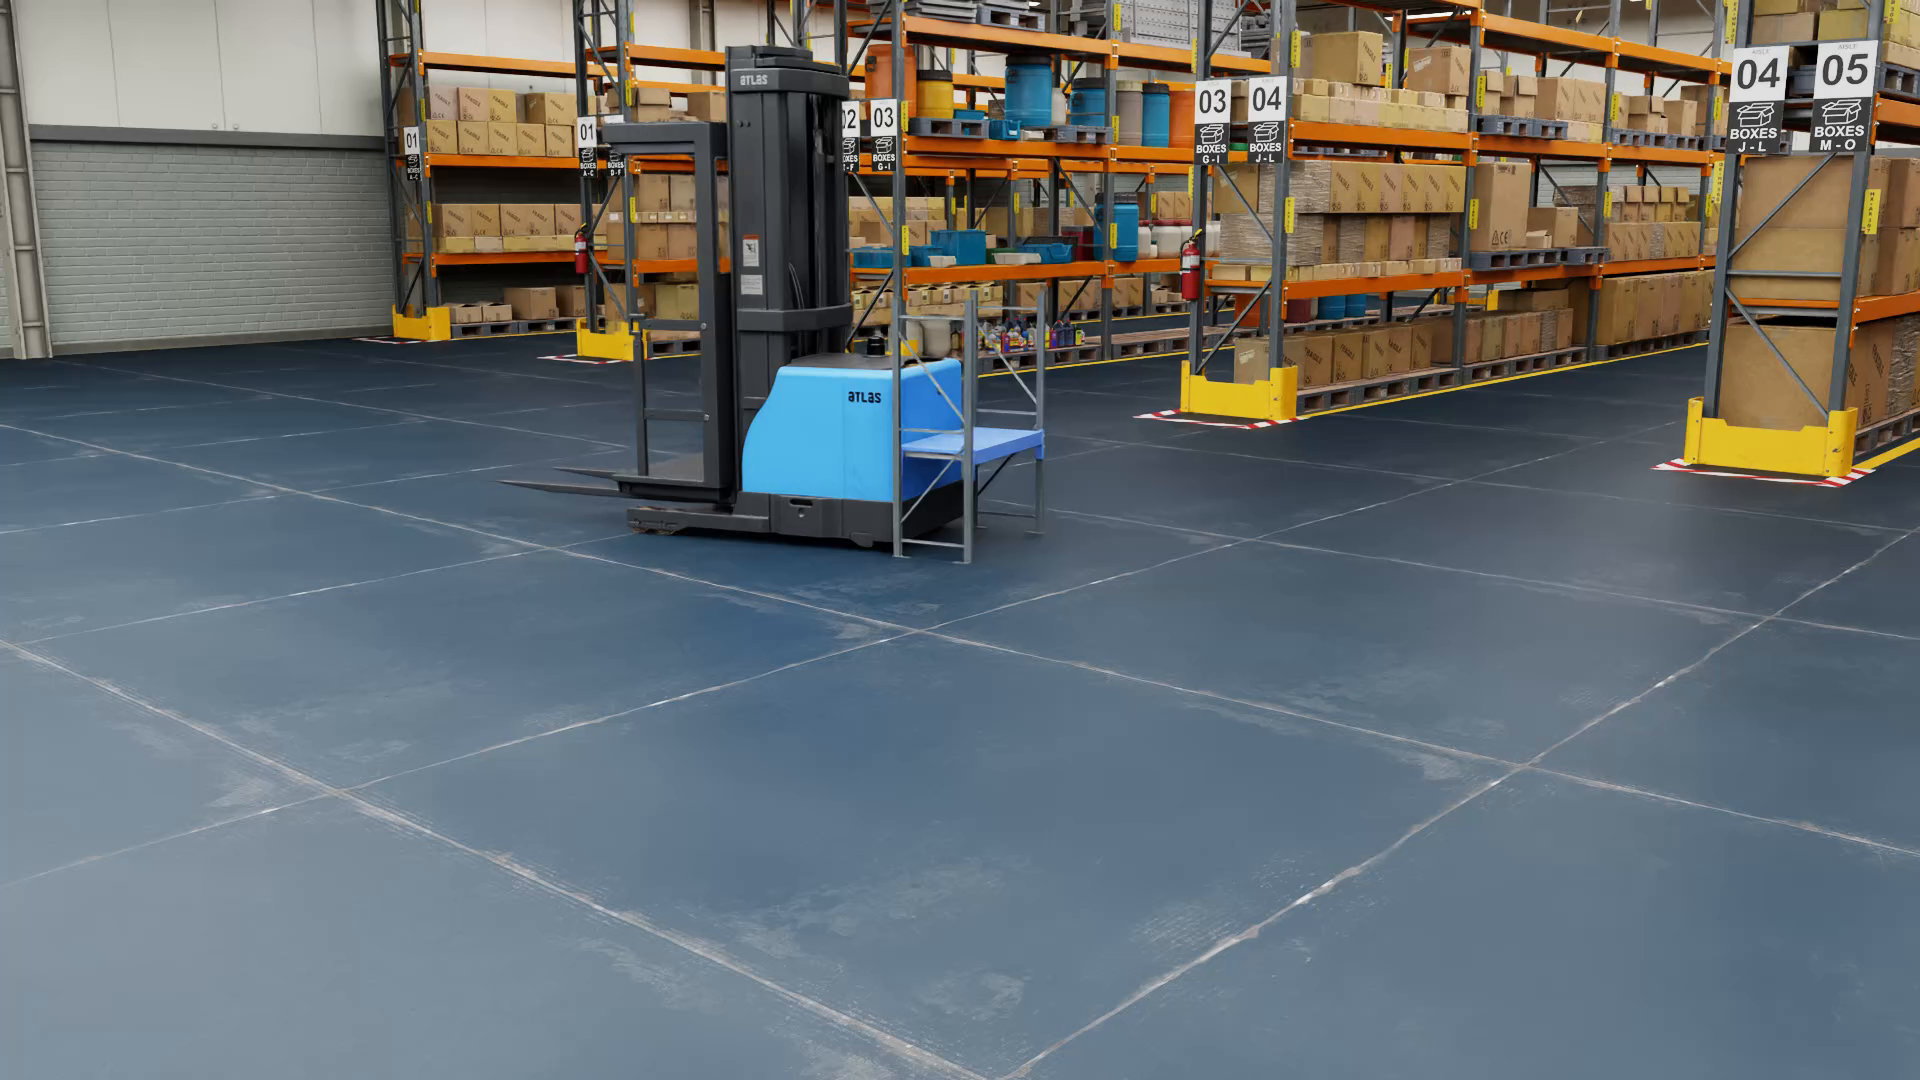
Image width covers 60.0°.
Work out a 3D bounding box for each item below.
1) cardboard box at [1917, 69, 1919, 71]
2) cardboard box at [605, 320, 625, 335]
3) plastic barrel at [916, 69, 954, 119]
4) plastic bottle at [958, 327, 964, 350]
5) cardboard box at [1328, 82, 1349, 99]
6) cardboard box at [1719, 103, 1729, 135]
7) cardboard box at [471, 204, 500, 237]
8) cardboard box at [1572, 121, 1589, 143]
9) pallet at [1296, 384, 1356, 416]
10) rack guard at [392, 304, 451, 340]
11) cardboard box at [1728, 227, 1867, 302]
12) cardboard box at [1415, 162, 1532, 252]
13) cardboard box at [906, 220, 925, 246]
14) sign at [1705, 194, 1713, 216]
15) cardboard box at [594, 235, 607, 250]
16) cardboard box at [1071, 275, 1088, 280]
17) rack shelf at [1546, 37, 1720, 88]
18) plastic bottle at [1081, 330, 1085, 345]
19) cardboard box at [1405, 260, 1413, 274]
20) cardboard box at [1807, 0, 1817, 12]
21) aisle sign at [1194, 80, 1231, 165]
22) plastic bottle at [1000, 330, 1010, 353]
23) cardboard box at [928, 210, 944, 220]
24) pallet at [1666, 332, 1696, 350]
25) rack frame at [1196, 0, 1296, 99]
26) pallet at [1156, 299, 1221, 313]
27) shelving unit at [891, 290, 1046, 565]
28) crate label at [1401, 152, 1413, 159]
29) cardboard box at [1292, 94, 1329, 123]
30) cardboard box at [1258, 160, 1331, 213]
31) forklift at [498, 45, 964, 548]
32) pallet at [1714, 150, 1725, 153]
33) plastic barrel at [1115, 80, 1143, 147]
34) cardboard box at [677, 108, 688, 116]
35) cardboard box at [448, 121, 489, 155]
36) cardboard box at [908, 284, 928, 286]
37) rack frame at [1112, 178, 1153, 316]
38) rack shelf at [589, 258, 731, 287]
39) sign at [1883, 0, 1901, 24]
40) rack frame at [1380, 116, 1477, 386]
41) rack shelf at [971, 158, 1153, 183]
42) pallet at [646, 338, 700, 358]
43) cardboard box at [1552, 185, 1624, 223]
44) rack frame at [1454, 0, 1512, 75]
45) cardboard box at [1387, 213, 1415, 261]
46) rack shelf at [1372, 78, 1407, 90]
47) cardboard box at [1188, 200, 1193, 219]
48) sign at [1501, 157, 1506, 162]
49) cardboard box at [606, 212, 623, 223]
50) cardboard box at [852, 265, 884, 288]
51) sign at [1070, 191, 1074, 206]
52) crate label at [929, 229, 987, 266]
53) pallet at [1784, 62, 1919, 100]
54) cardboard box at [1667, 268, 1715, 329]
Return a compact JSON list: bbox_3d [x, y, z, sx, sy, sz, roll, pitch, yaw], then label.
[{"bbox_3d":[7.481,-3.806,13.265,0.380,0.149,0.250,10,15,41],"label":"cardboard box"},{"bbox_3d":[-4.619,-2.958,23.311,0.500,0.250,0.500,10,15,40],"label":"cardboard box"},{"bbox_3d":[-0.375,-5.296,19.856,0.600,0.588,0.600,0,11,0],"label":"plastic barrel"},{"bbox_3d":[0.038,-2.583,21.316,0.152,0.276,0.135,10,15,41],"label":"plastic bottle"},{"bbox_3d":[3.595,-4.415,16.365,0.380,0.149,0.250,11,15,43],"label":"cardboard box"},{"bbox_3d":[11.439,-6.444,25.575,0.700,0.500,0.500,11,16,43],"label":"cardboard box"},{"bbox_3d":[-7.599,-5.030,26.155,0.500,0.500,0.500,10,15,41],"label":"cardboard box"},{"bbox_3d":[7.522,-5.100,20.812,0.500,0.250,0.500,10,15,40],"label":"cardboard box"},{"bbox_3d":[3.301,-1.461,16.986,1.003,0.211,1.213,10,15,40],"label":"pallet"},{"bbox_3d":[-8.424,-3.409,26.001,1.175,0.500,0.348,10,15,40],"label":"rack guard"},{"bbox_3d":[6.558,-2.180,13.084,0.875,0.550,0.550,10,15,40],"label":"cardboard box"},{"bbox_3d":[5.958,-3.889,19.423,1.000,1.000,1.000,10,15,41],"label":"cardboard box"},{"bbox_3d":[-0.913,-4.883,26.746,0.500,0.500,0.500,10,15,40],"label":"cardboard box"},{"bbox_3d":[11.024,-4.928,24.471,0.100,0.325,0.005,10,15,40],"label":"sign"},{"bbox_3d":[-6.254,-4.967,27.753,0.500,0.250,0.500,10,15,41],"label":"cardboard box"},{"bbox_3d":[2.008,-4.920,30.529,0.500,0.250,0.500,10,15,40],"label":"cardboard box"},{"bbox_3d":[9.289,-6.566,22.970,1.077,0.370,4.000,10,15,40],"label":"rack shelf"},{"bbox_3d":[1.603,-2.681,21.996,0.097,0.201,0.097,0,11,0],"label":"plastic bottle"},{"bbox_3d":[4.680,-2.962,18.025,0.380,0.149,0.250,10,15,40],"label":"cardboard box"},{"bbox_3d":[6.481,-4.170,13.049,0.380,0.149,0.250,10,15,41],"label":"cardboard box"},{"bbox_3d":[2.422,-4.007,15.975,0.394,0.787,0.004,10,15,40],"label":"aisle sign"},{"bbox_3d":[0.562,-2.484,20.799,0.061,0.283,0.133,10,15,41],"label":"plastic bottle"},{"bbox_3d":[-0.668,-6.493,33.996,0.500,0.500,0.500,9,15,39],"label":"cardboard box"},{"bbox_3d":[10.157,-2.977,24.577,1.003,0.211,1.213,10,15,40],"label":"pallet"},{"bbox_3d":[2.688,-5.644,15.494,1.000,3.000,0.127,10,15,40],"label":"rack frame"},{"bbox_3d":[4.430,-4.663,33.017,1.003,0.211,1.213,10,15,40],"label":"pallet"},{"bbox_3d":[0.067,-0.704,9.907,0.538,1.500,1.048,6,13,26],"label":"shelving unit"},{"bbox_3d":[7.429,-6.484,28.032,0.293,0.136,0.466,10,15,40],"label":"crate label"},{"bbox_3d":[3.200,-4.137,15.990,0.500,0.250,0.500,10,15,42],"label":"cardboard box"},{"bbox_3d":[3.256,-3.433,16.173,0.500,0.500,0.500,10,15,40],"label":"cardboard box"},{"bbox_3d":[-1.542,-1.555,10.515,3.031,2.935,1.130,5,12,22],"label":"forklift"},{"bbox_3d":[11.963,-6.193,26.126,1.003,0.211,1.213,10,15,40],"label":"pallet"},{"bbox_3d":[2.213,-5.847,22.888,0.600,0.901,0.600,0,11,0],"label":"plastic barrel"},{"bbox_3d":[-3.821,-5.971,23.585,0.500,0.311,0.500,-10,15,-41],"label":"cardboard box"},{"bbox_3d":[-7.684,-6.244,25.852,0.500,0.500,0.500,-11,16,-44],"label":"cardboard box"},{"bbox_3d":[-0.715,-4.101,27.601,0.500,0.311,0.500,9,15,39],"label":"cardboard box"},{"bbox_3d":[3.171,-5.749,31.336,1.000,3.000,0.127,10,15,40],"label":"rack frame"},{"bbox_3d":[-3.430,-3.925,24.040,1.077,0.370,4.000,10,15,40],"label":"rack shelf"},{"bbox_3d":[6.760,-3.912,12.045,0.100,0.325,0.005,10,15,40],"label":"sign"},{"bbox_3d":[5.329,-3.291,19.028,1.000,3.000,0.127,10,15,40],"label":"rack frame"},{"bbox_3d":[1.851,-6.573,29.640,1.077,0.370,4.000,10,15,40],"label":"rack shelf"},{"bbox_3d":[-4.277,-2.734,23.360,1.003,0.211,1.213,10,15,40],"label":"pallet"},{"bbox_3d":[8.464,-4.526,22.394,0.797,0.503,0.637,10,15,42],"label":"cardboard box"},{"bbox_3d":[9.530,-8.638,30.486,1.000,3.000,0.127,10,15,40],"label":"rack frame"},{"bbox_3d":[4.374,-3.272,17.918,0.875,0.500,0.500,10,15,40],"label":"cardboard box"},{"bbox_3d":[8.209,-7.795,29.122,1.077,0.370,4.000,10,15,40],"label":"rack shelf"},{"bbox_3d":[4.373,-6.473,32.152,0.500,0.500,0.500,9,15,39],"label":"cardboard box"},{"bbox_3d":[9.953,-7.047,30.446,0.100,0.325,0.005,10,15,40],"label":"sign"},{"bbox_3d":[-4.641,-4.431,22.828,0.380,0.149,0.250,9,15,39],"label":"cardboard box"},{"bbox_3d":[-2.026,-5.171,32.861,0.750,0.750,0.750,10,15,40],"label":"cardboard box"},{"bbox_3d":[2.486,-7.589,36.988,0.100,0.325,0.005,10,15,40],"label":"sign"},{"bbox_3d":[-0.020,-3.666,20.815,0.502,0.435,0.616,10,15,40],"label":"crate label"},{"bbox_3d":[6.829,-3.584,13.064,1.003,0.211,1.213,10,15,40],"label":"pallet"},{"bbox_3d":[11.105,-3.718,25.522,0.875,0.875,0.875,10,15,40],"label":"cardboard box"}]
